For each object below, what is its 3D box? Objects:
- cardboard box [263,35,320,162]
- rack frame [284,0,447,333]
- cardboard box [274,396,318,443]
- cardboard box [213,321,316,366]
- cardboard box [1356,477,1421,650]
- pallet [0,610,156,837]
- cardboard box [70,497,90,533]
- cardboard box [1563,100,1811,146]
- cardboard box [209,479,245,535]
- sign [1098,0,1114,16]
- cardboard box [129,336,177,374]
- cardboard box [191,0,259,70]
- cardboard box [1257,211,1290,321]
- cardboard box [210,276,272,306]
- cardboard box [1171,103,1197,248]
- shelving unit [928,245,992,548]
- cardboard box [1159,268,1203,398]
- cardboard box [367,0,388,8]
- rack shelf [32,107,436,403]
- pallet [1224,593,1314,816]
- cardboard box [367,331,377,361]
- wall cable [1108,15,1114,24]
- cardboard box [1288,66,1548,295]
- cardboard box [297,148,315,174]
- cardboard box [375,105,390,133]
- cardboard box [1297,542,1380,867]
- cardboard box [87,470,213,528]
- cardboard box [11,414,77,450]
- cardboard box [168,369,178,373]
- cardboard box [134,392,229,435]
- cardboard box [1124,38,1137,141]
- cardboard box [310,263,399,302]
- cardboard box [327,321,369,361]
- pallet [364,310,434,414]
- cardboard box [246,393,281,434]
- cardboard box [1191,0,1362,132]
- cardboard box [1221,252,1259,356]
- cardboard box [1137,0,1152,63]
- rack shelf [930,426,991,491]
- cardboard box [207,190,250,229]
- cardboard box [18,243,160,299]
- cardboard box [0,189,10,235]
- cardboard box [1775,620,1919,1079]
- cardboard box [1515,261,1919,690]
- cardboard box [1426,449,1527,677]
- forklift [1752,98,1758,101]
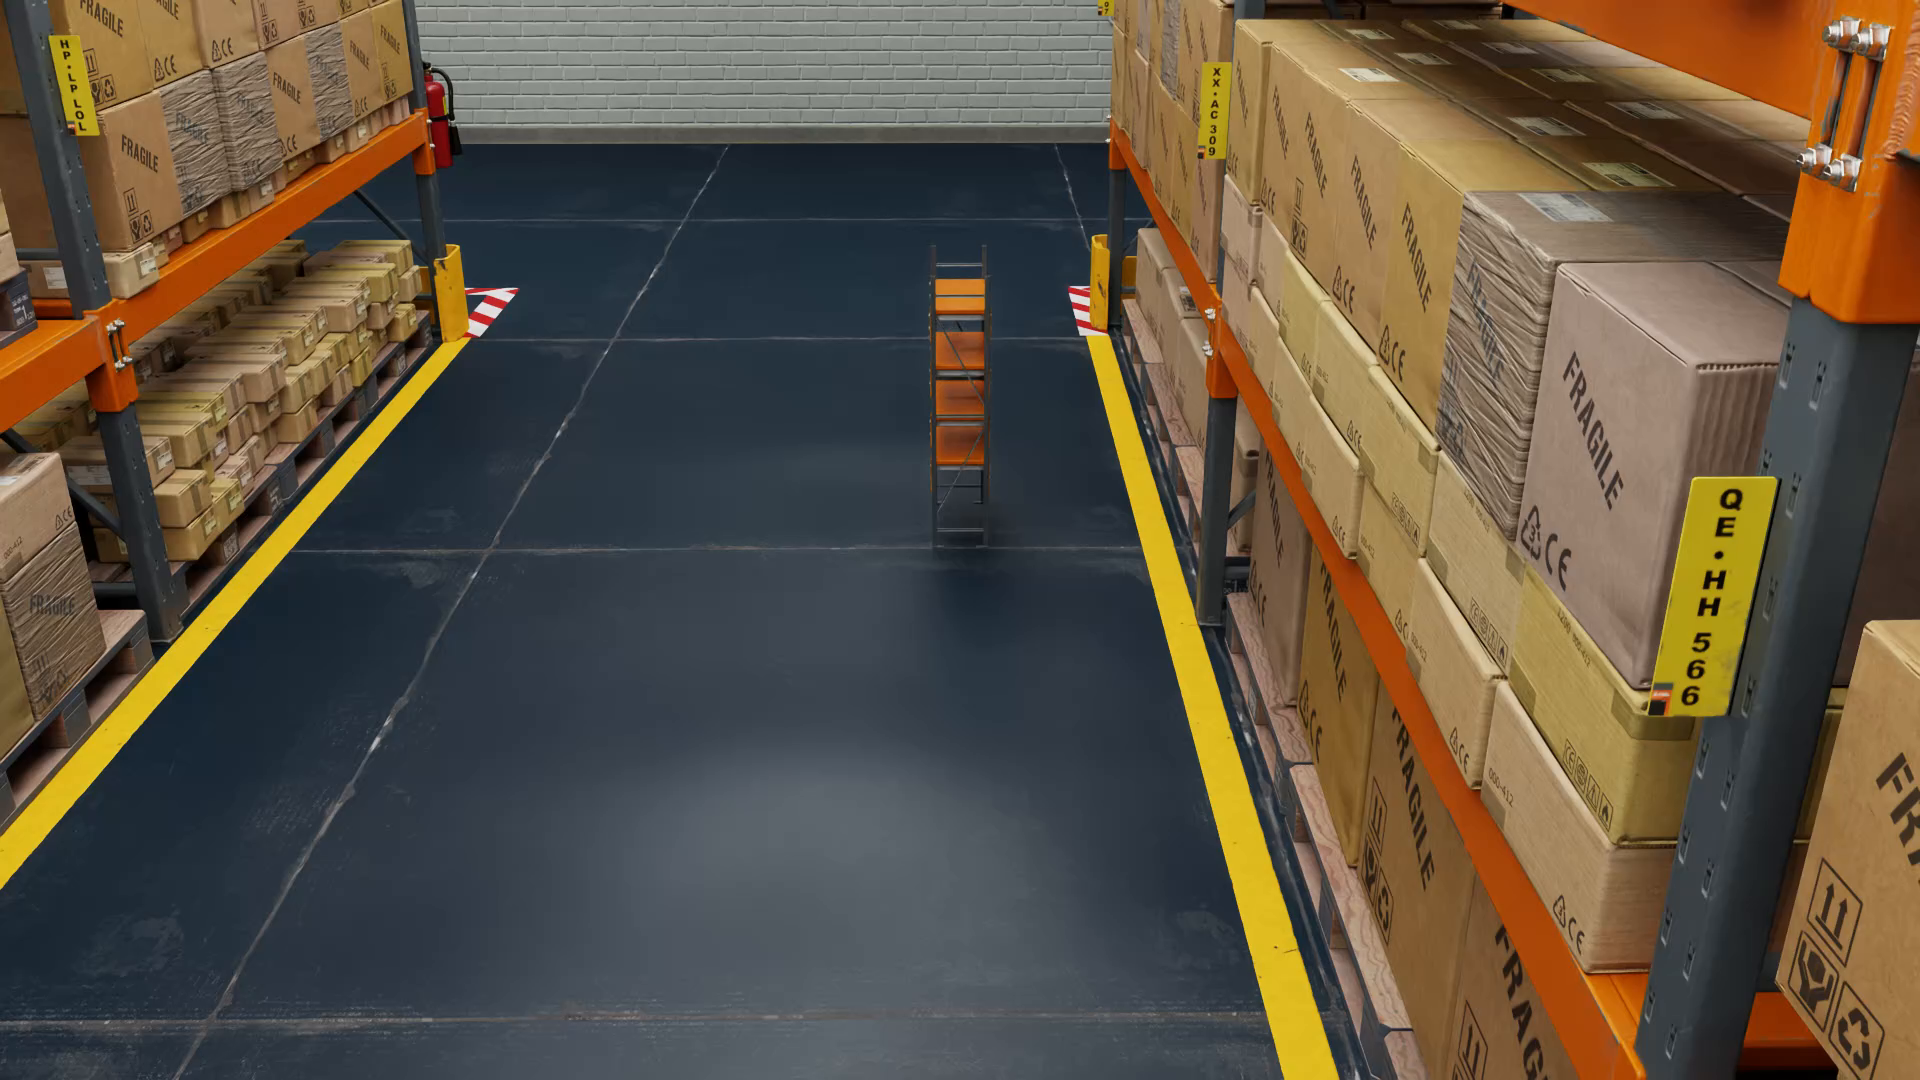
[{"bbox_3d":[-3.288,-2.005,7.561,0.500,0.500,0.500,1,24,2],"label":"cardboard box"},{"bbox_3d":[-3.561,-2.635,9.436,1.000,3.000,0.127,0,24,-1],"label":"rack frame"},{"bbox_3d":[-3.254,-0.565,7.809,0.380,0.149,0.250,-1,24,-2],"label":"cardboard box"},{"bbox_3d":[-3.305,-0.937,7.910,0.380,0.149,0.250,0,24,0],"label":"cardboard box"},{"bbox_3d":[1.199,0.041,3.701,0.500,0.250,0.500,0,24,-1],"label":"cardboard box"},{"bbox_3d":[-3.507,0.605,5.656,1.003,0.211,1.213,0,24,-1],"label":"pallet"},{"bbox_3d":[-3.781,-0.146,6.884,0.380,0.149,0.250,0,24,1],"label":"cardboard box"},{"bbox_3d":[1.707,-0.733,3.896,0.500,0.500,0.500,0,24,0],"label":"cardboard box"},{"bbox_3d":[-3.203,-0.140,6.869,0.380,0.149,0.250,0,24,1],"label":"cardboard box"},{"bbox_3d":[0.833,-3.129,9.382,0.100,0.325,0.005,0,24,-1],"label":"sign"},{"bbox_3d":[-3.869,-0.832,7.679,0.380,0.149,0.250,-1,24,-2],"label":"cardboard box"},{"bbox_3d":[-3.274,-2.231,6.848,0.500,0.500,0.500,0,24,0],"label":"cardboard box"},{"bbox_3d":[1.188,-0.813,4.982,0.500,0.250,0.500,0,24,0],"label":"cardboard box"},{"bbox_3d":[-3.811,-1.261,8.627,0.380,0.149,0.250,-1,24,-3],"label":"cardboard box"},{"bbox_3d":[1.160,-1.498,6.801,0.500,0.500,0.500,-1,24,-2],"label":"cardboard box"},{"bbox_3d":[-0.002,-0.615,7.154,0.258,1.200,0.503,0,24,-1],"label":"shelving unit"},{"bbox_3d":[1.514,-1.074,8.584,0.875,0.438,0.875,0,24,1],"label":"cardboard box"},{"bbox_3d":[-3.307,-3.084,8.733,0.500,0.500,0.500,-1,24,-2],"label":"cardboard box"},{"bbox_3d":[-3.539,-1.483,7.762,1.077,0.370,4.000,0,24,-1],"label":"rack shelf"},{"bbox_3d":[1.515,0.538,5.805,1.003,0.211,1.213,0,24,-1],"label":"pallet"},{"bbox_3d":[-3.310,-0.995,8.759,0.380,0.149,0.250,0,24,0],"label":"cardboard box"},{"bbox_3d":[1.303,-5.499,14.498,0.585,1.953,0.123,0,24,-1],"label":"wall cable"},{"bbox_3d":[1.185,-0.953,4.382,0.500,0.500,0.500,-1,24,-2],"label":"cardboard box"},{"bbox_3d":[-3.348,-1.856,8.019,0.380,0.149,0.250,-1,24,-3],"label":"cardboard box"},{"bbox_3d":[-3.309,-2.285,8.966,0.380,0.149,0.250,0,24,-1],"label":"cardboard box"},{"bbox_3d":[1.536,0.354,4.897,0.875,0.875,0.875,0,24,1],"label":"cardboard box"},{"bbox_3d":[-3.201,-0.165,6.564,0.380,0.149,0.250,1,24,2],"label":"cardboard box"},{"bbox_3d":[-3.824,-0.400,6.723,0.380,0.149,0.250,0,24,0],"label":"cardboard box"},{"bbox_3d":[-3.784,-0.684,7.711,0.380,0.149,0.250,-1,24,-3],"label":"cardboard box"},{"bbox_3d":[-3.309,-0.511,6.967,0.380,0.149,0.250,-1,24,-1],"label":"cardboard box"},{"bbox_3d":[1.140,-2.337,8.655,0.500,0.500,0.500,-1,24,-1],"label":"cardboard box"},{"bbox_3d":[-3.226,-1.371,8.870,0.380,0.149,0.250,-1,24,-2],"label":"cardboard box"},{"bbox_3d":[-3.244,-1.019,8.452,0.380,0.149,0.250,0,24,0],"label":"cardboard box"},{"bbox_3d":[-3.586,-0.998,9.200,1.003,0.211,1.213,0,24,-1],"label":"pallet"},{"bbox_3d":[-3.312,-0.594,7.512,0.380,0.149,0.250,1,24,2],"label":"cardboard box"},{"bbox_3d":[1.150,-1.745,6.133,0.500,0.500,0.500,0,24,-1],"label":"cardboard box"},{"bbox_3d":[1.172,-0.800,5.560,0.500,0.250,0.500,-1,24,-2],"label":"cardboard box"},{"bbox_3d":[1.134,-2.576,7.970,0.500,0.500,0.500,0,24,-1],"label":"cardboard box"},{"bbox_3d":[-0.002,-0.373,7.263,0.258,0.148,0.480,0,24,-1],"label":"rack shelf"},{"bbox_3d":[-3.260,-1.422,7.059,0.380,0.149,0.250,0,24,0],"label":"cardboard box"},{"bbox_3d":[-3.193,-0.990,6.104,0.380,0.149,0.250,1,24,1],"label":"cardboard box"},{"bbox_3d":[-3.315,-1.036,5.335,0.380,0.149,0.250,0,24,1],"label":"cardboard box"},{"bbox_3d":[1.249,0.412,1.707,0.500,0.500,0.500,-1,24,-2],"label":"cardboard box"},{"bbox_3d":[1.208,-0.115,2.530,0.500,0.500,0.500,-1,24,-2],"label":"cardboard box"},{"bbox_3d":[1.207,0.029,3.122,0.500,0.250,0.500,-1,24,-2],"label":"cardboard box"},{"bbox_3d":[3.694,-1.629,7.294,3.031,2.935,1.130,0,24,1],"label":"forklift"}]
